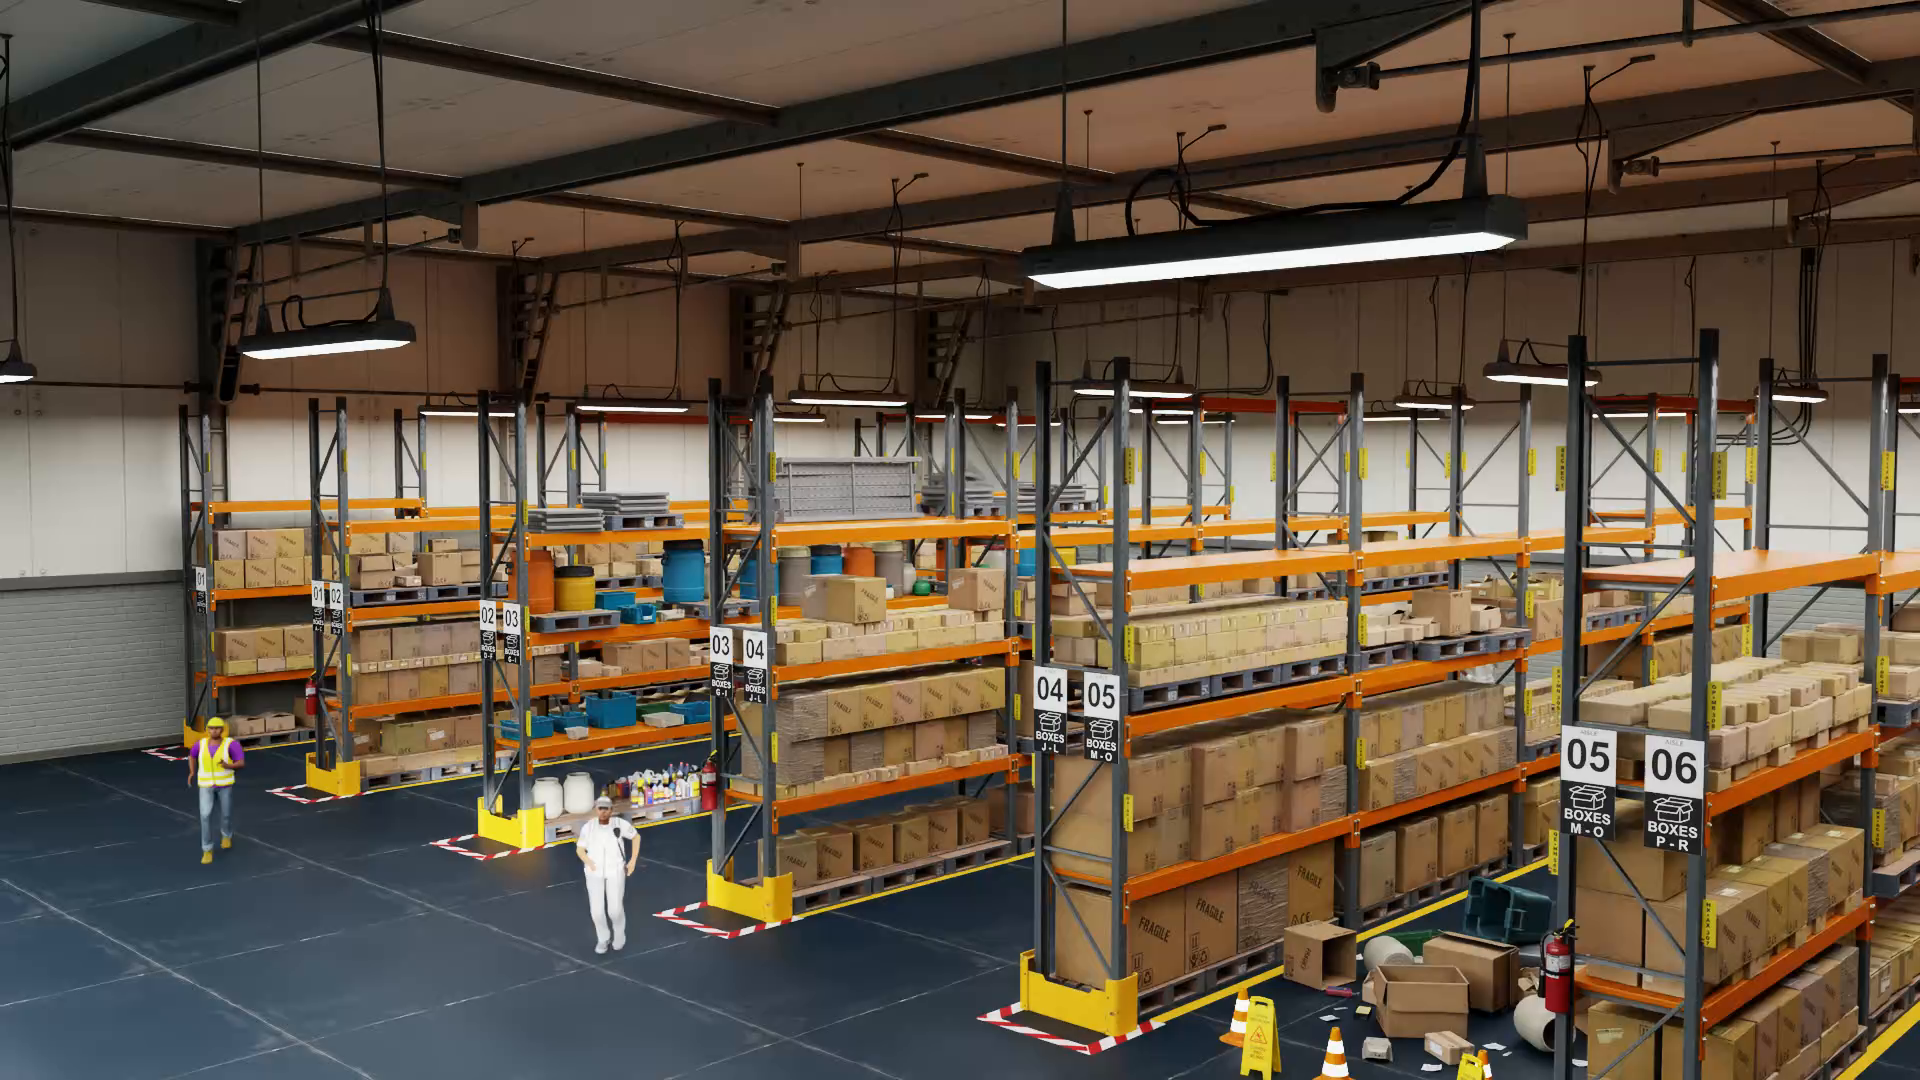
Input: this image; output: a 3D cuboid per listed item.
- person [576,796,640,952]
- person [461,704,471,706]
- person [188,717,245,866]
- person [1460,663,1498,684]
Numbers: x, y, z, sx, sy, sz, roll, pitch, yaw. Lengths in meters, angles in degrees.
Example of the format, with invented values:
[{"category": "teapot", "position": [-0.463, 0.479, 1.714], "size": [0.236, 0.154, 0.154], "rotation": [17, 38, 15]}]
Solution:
[{"category": "person", "position": [-3.621, 3.447, 17.089], "size": [0.631, 1.622, 0.597], "rotation": [0, 3, -6]}, {"category": "person", "position": [-8.669, 2.825, 29.235], "size": [0.559, 1.609, 0.857], "rotation": [2, 4, 36]}, {"category": "person", "position": [-9.469, 3.151, 21.181], "size": [0.685, 1.809, 0.868], "rotation": [-1, 3, -18]}, {"category": "person", "position": [9.623, 2.668, 30.750], "size": [0.689, 1.759, 0.953], "rotation": [-1, 3, -19]}]
